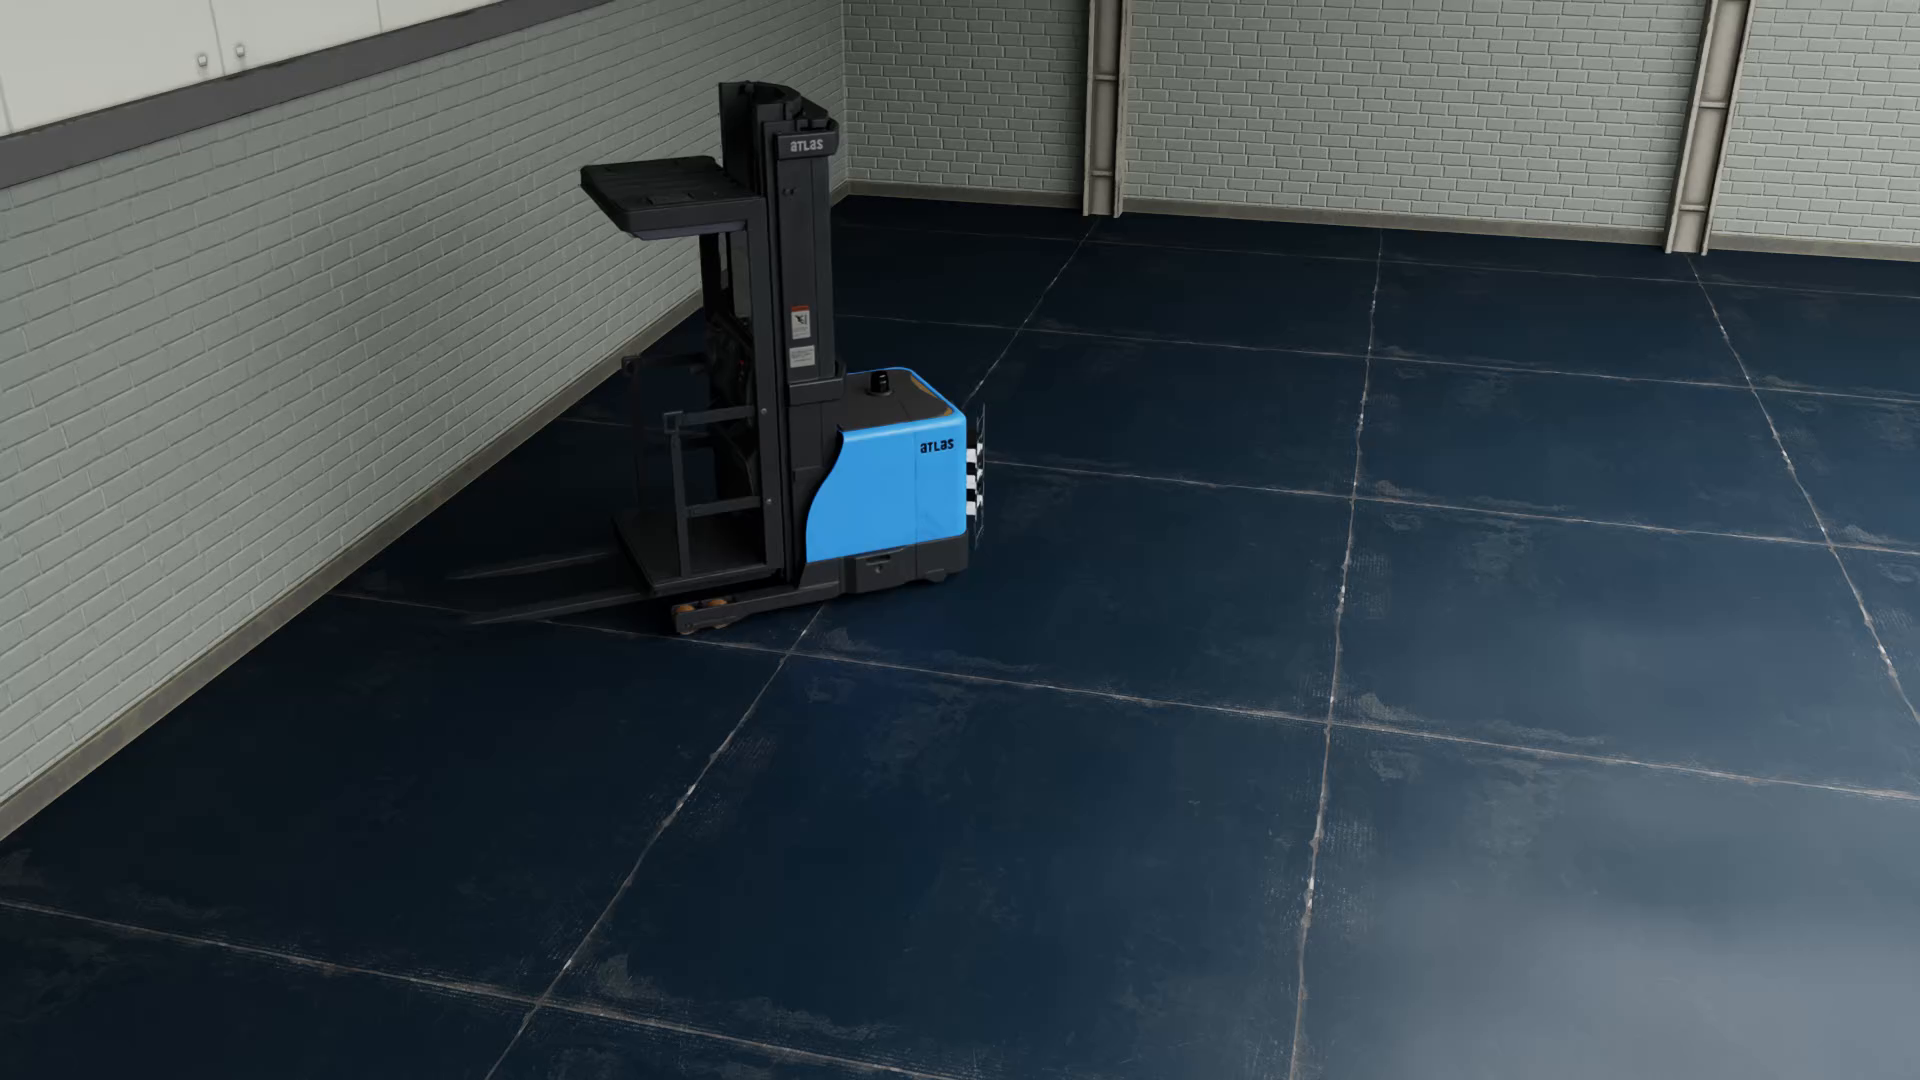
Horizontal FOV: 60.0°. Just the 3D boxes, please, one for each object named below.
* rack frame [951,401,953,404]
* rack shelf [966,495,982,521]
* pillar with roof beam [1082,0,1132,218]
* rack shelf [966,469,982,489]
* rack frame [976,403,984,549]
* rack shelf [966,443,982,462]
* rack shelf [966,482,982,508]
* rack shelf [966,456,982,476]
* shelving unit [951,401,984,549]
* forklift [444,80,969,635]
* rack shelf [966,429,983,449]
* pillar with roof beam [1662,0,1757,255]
[{"bbox_3d":[-0.073,-0.418,10.582,0.006,0.900,0.240,5,26,10],"label":"rack frame"},{"bbox_3d":[0.027,-0.217,10.655,0.200,0.077,0.258,5,26,10],"label":"rack shelf"},{"bbox_3d":[0.499,-5.870,12.611,0.400,9.000,9.100,6,26,13],"label":"pillar with roof beam"},{"bbox_3d":[0.027,-0.380,10.578,0.200,0.077,0.258,5,26,10],"label":"rack shelf"},{"bbox_3d":[0.127,-0.402,10.546,0.006,0.900,0.240,5,26,10],"label":"rack frame"},{"bbox_3d":[0.027,-0.542,10.501,0.200,0.077,0.258,5,26,10],"label":"rack shelf"},{"bbox_3d":[0.027,-0.299,10.617,0.200,0.077,0.258,5,26,10],"label":"rack shelf"},{"bbox_3d":[0.027,-0.461,10.539,0.200,0.077,0.258,5,26,10],"label":"rack shelf"},{"bbox_3d":[0.027,-0.410,10.564,0.210,0.900,0.258,5,26,10],"label":"shelving unit"},{"bbox_3d":[-1.514,-1.036,9.515,3.031,2.935,1.130,-10,27,-20],"label":"forklift"},{"bbox_3d":[0.027,-0.624,10.462,0.200,0.077,0.258,5,26,10],"label":"rack shelf"},{"bbox_3d":[6.310,-5.228,11.262,0.400,9.000,9.100,6,26,13],"label":"pillar with roof beam"}]
